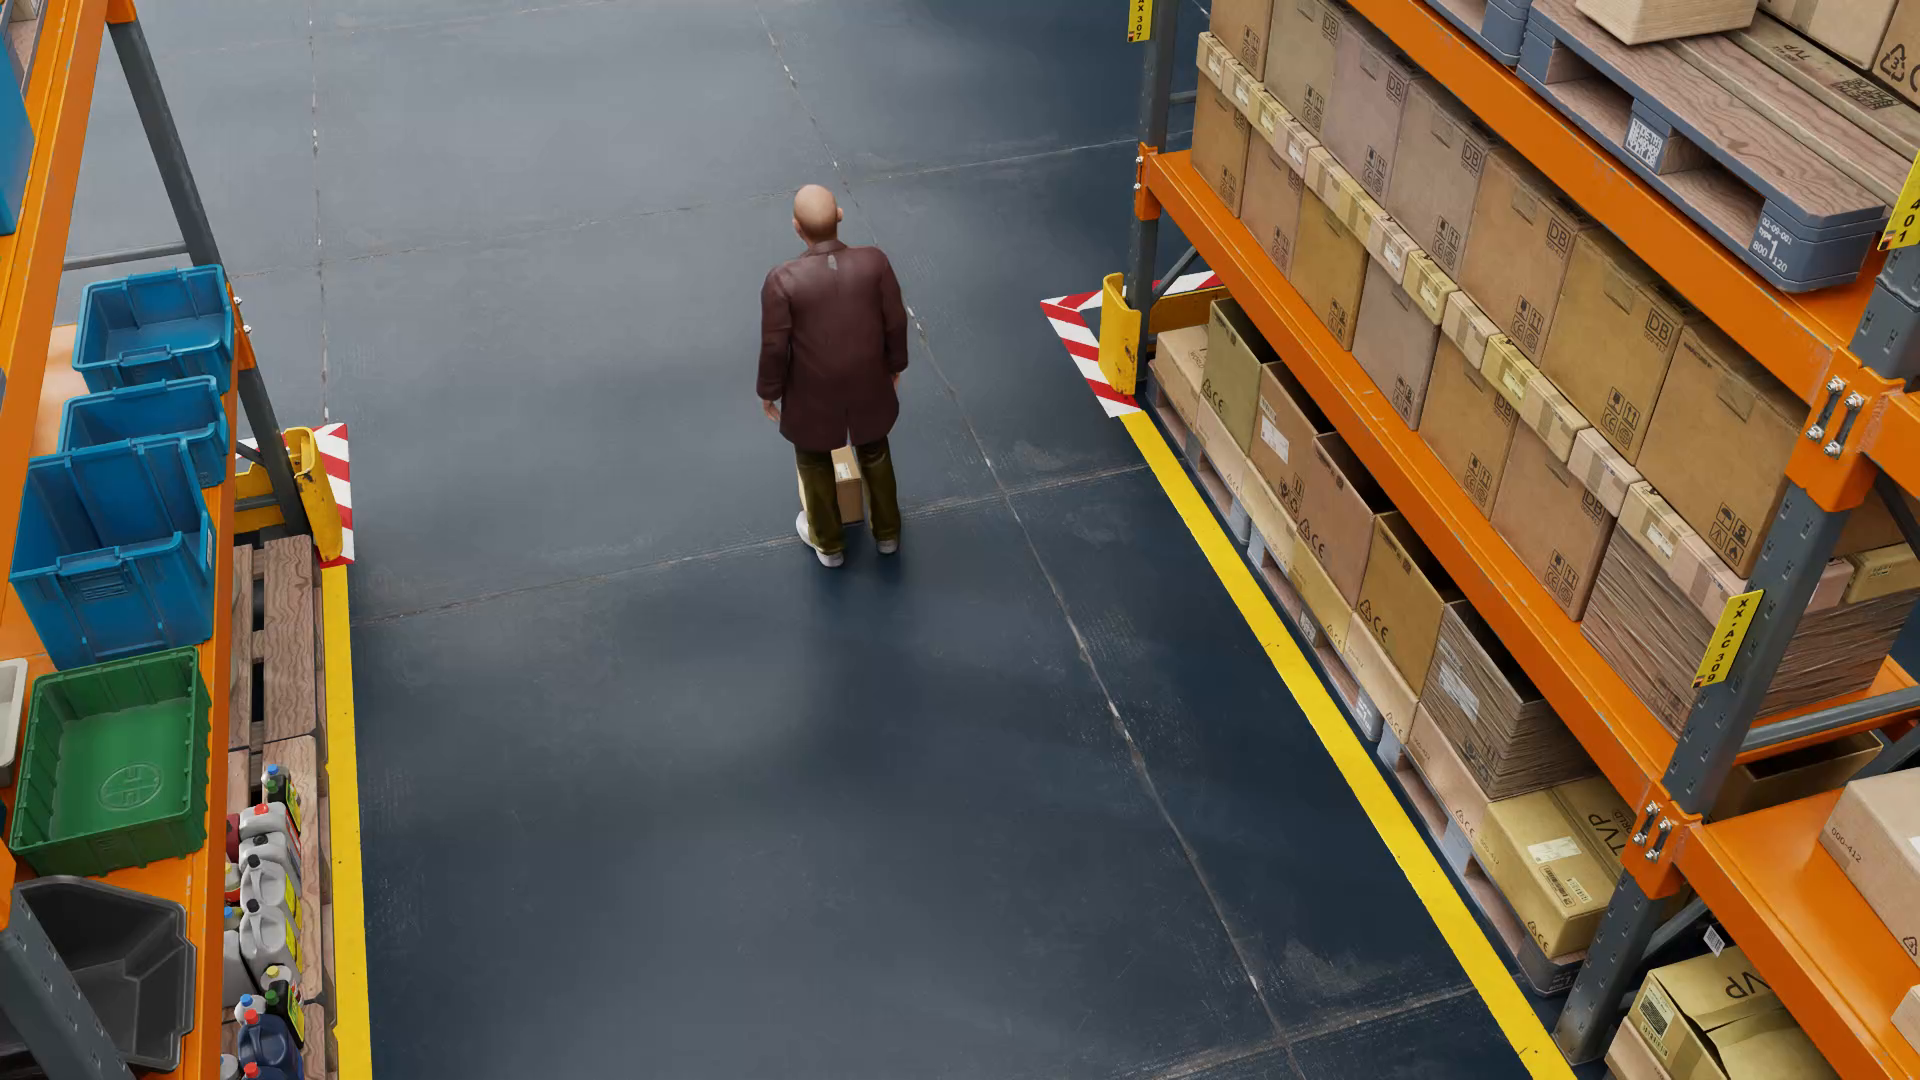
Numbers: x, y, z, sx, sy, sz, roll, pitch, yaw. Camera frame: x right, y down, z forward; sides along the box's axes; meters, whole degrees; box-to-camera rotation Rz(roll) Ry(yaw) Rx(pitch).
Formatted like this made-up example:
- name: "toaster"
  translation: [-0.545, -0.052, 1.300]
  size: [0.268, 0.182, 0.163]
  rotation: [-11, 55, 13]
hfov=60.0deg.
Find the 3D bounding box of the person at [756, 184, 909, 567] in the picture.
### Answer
- name: "person"
  translation: [-0.522, -0.655, 6.906]
  size: [0.656, 1.774, 0.418]
  rotation: [-13, 43, -15]
